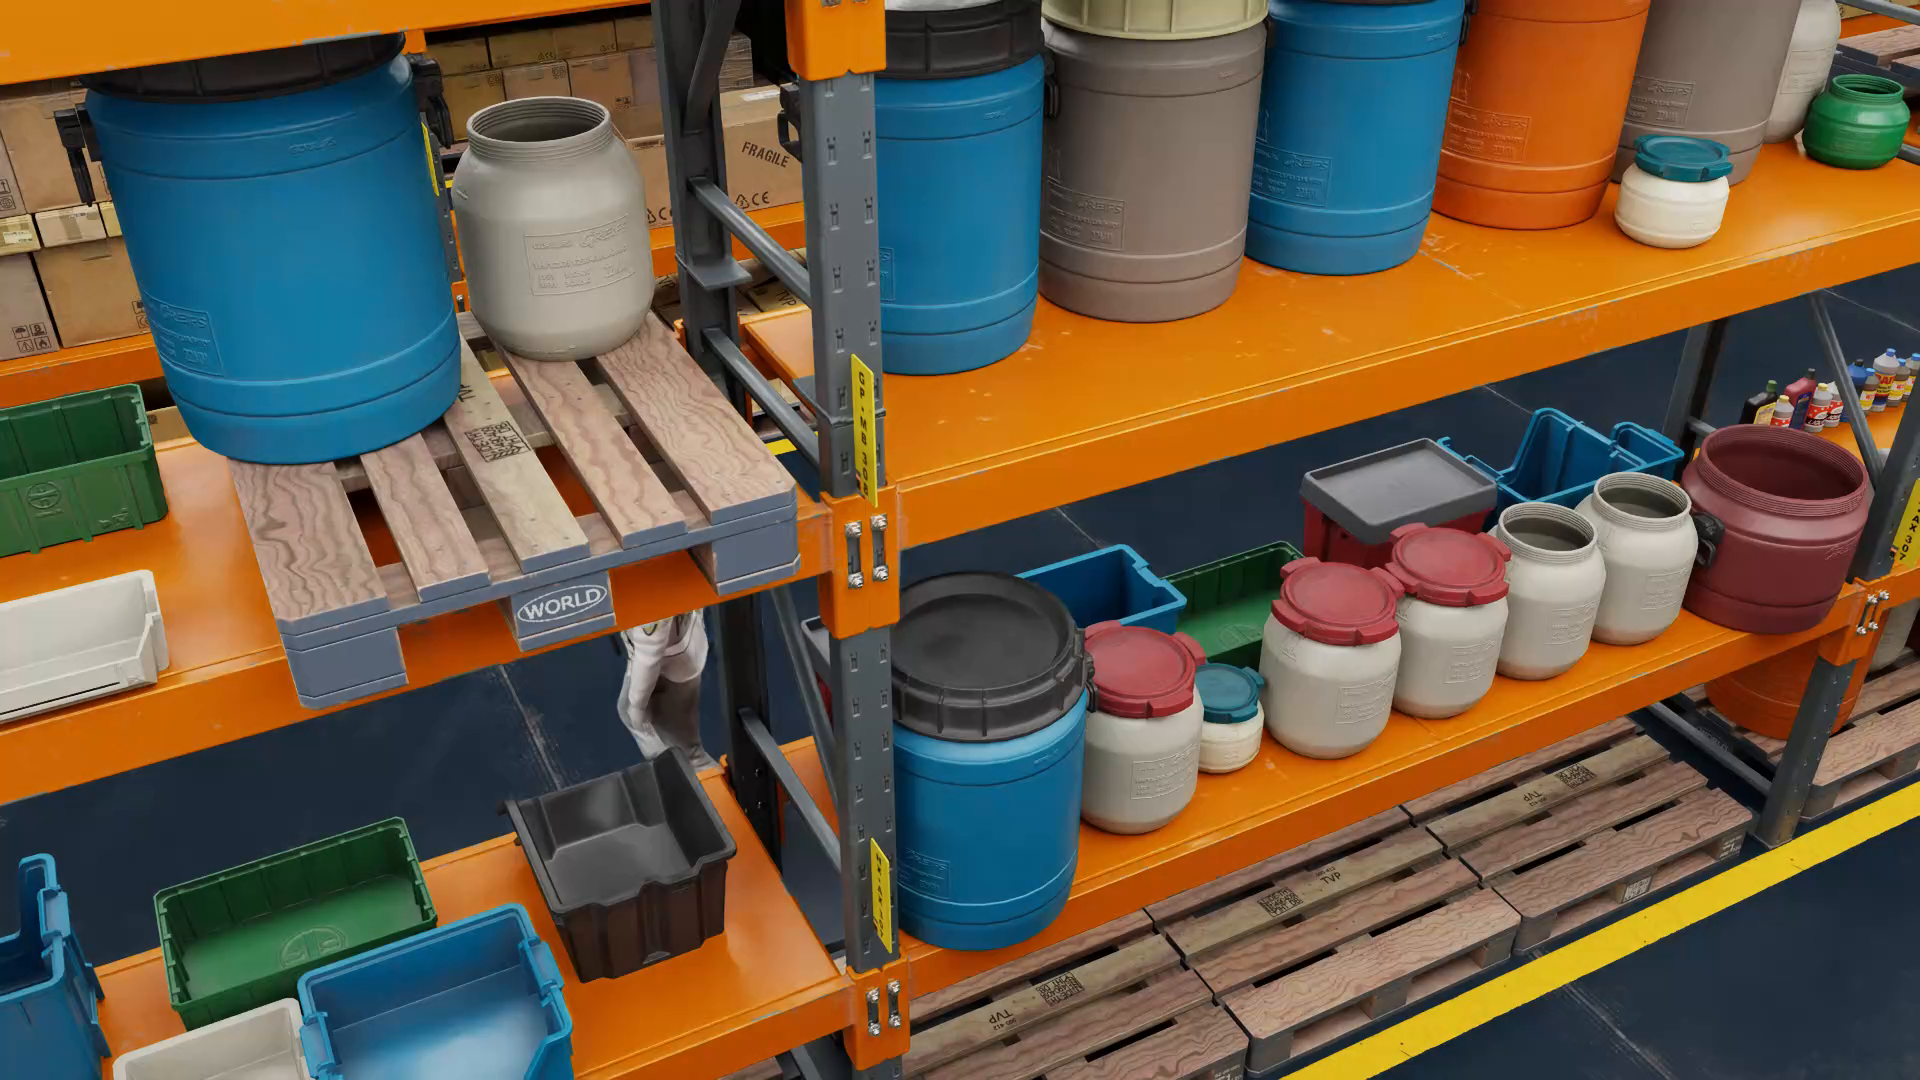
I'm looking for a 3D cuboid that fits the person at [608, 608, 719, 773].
[{"bbox_3d":[-1.131,0.522,6.351,0.487,1.717,0.527,1,33,1],"label":"person"}]
